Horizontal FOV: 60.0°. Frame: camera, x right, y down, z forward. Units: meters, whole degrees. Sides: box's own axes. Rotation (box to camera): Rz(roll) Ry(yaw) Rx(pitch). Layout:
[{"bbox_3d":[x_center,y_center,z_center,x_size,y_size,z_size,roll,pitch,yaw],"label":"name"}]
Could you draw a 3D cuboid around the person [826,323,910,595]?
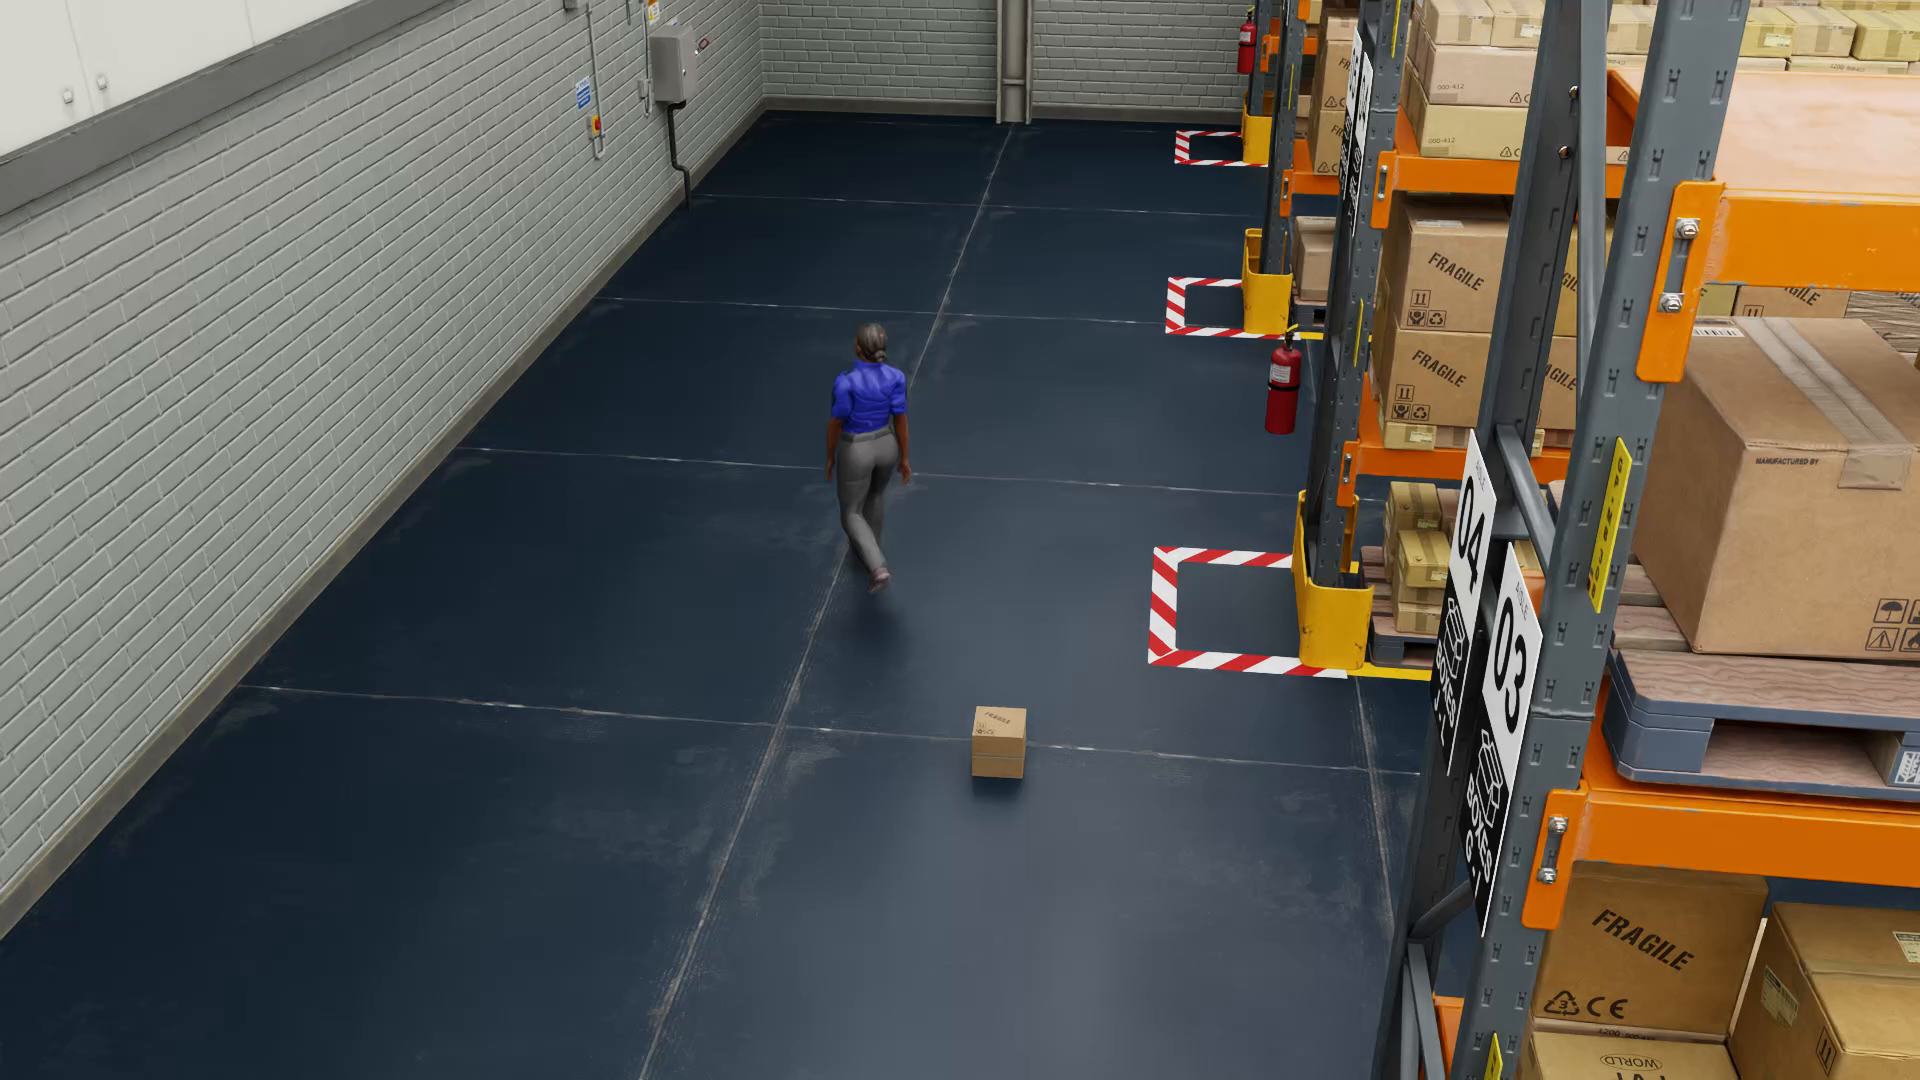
[{"bbox_3d":[-0.521,-0.478,9.493,0.462,1.610,0.860,-13,31,-23],"label":"person"}]
